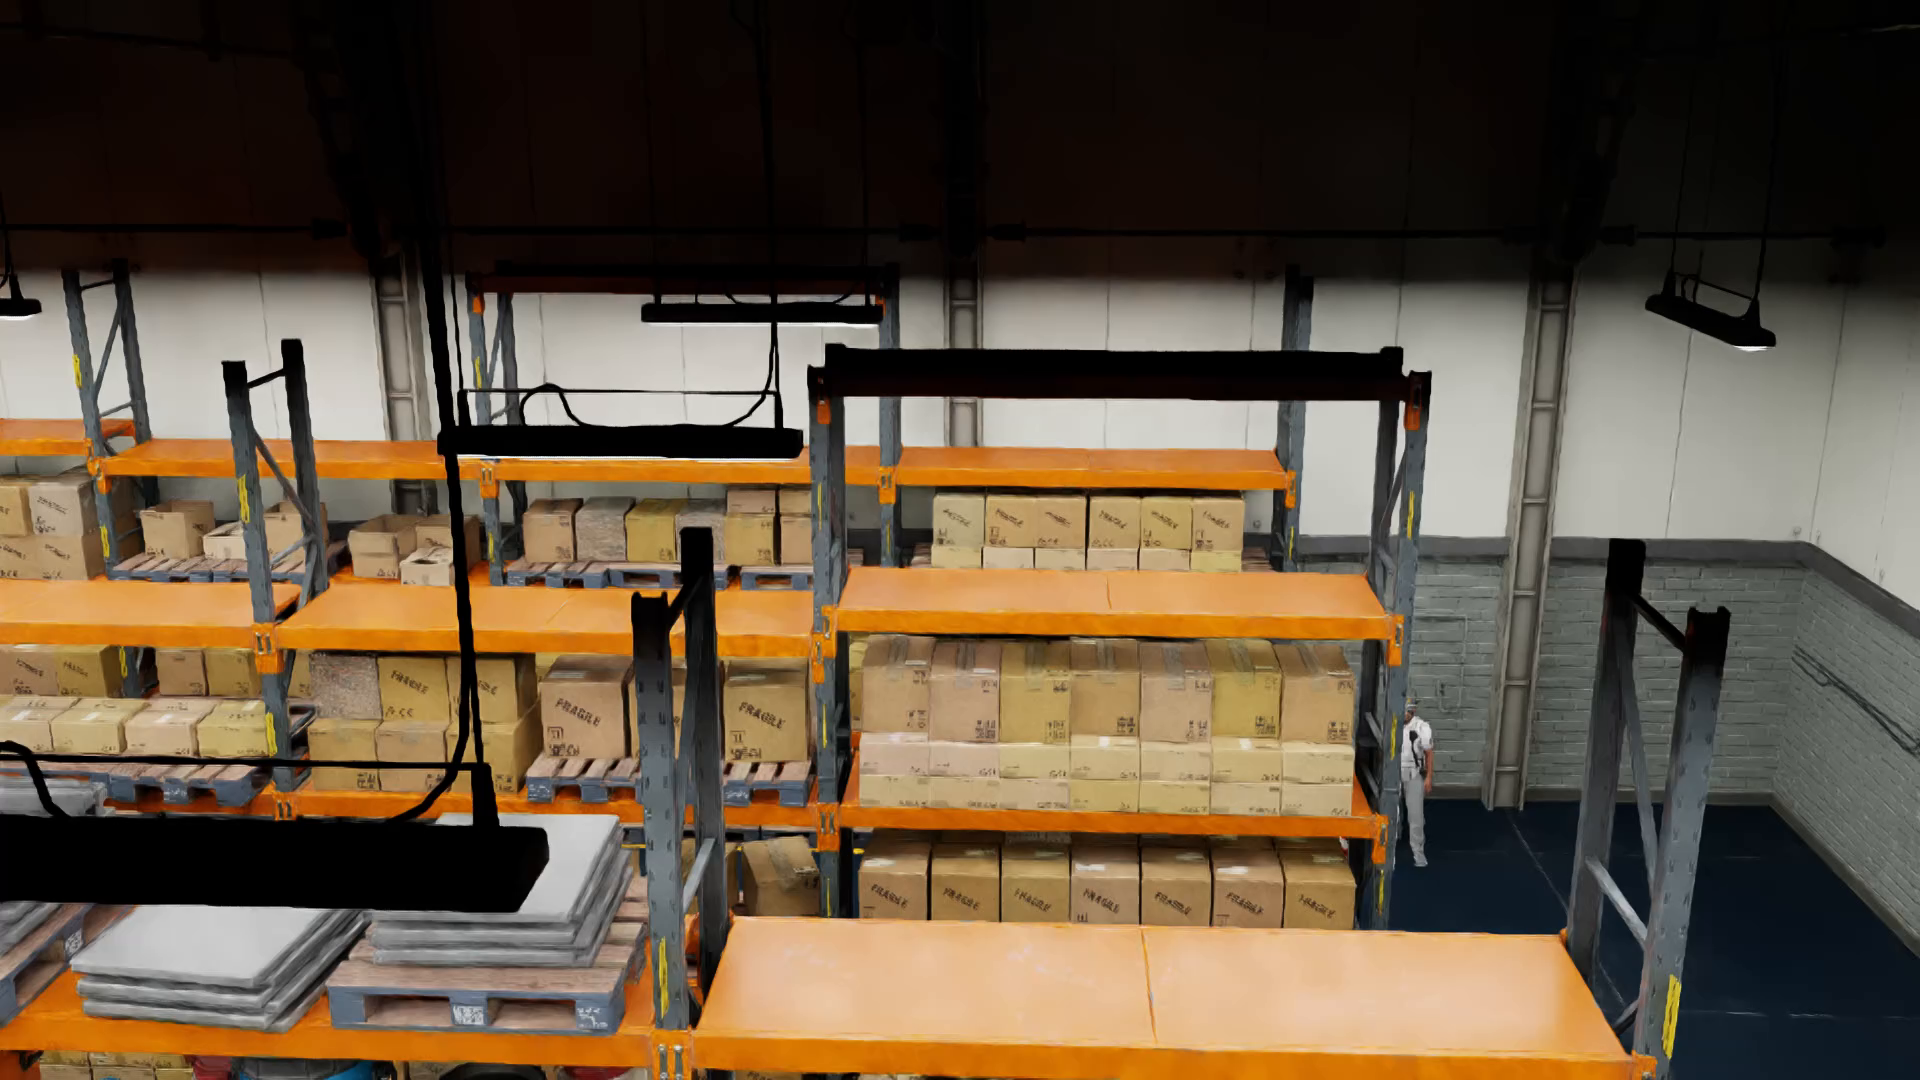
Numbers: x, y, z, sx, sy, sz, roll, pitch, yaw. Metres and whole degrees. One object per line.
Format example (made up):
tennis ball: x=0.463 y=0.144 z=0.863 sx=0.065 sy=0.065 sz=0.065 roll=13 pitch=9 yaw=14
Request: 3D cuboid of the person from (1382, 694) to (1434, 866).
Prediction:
person: x=4.602 y=2.408 z=17.143 sx=0.772 sy=1.753 sz=0.582 roll=13 pitch=20 yaw=37
